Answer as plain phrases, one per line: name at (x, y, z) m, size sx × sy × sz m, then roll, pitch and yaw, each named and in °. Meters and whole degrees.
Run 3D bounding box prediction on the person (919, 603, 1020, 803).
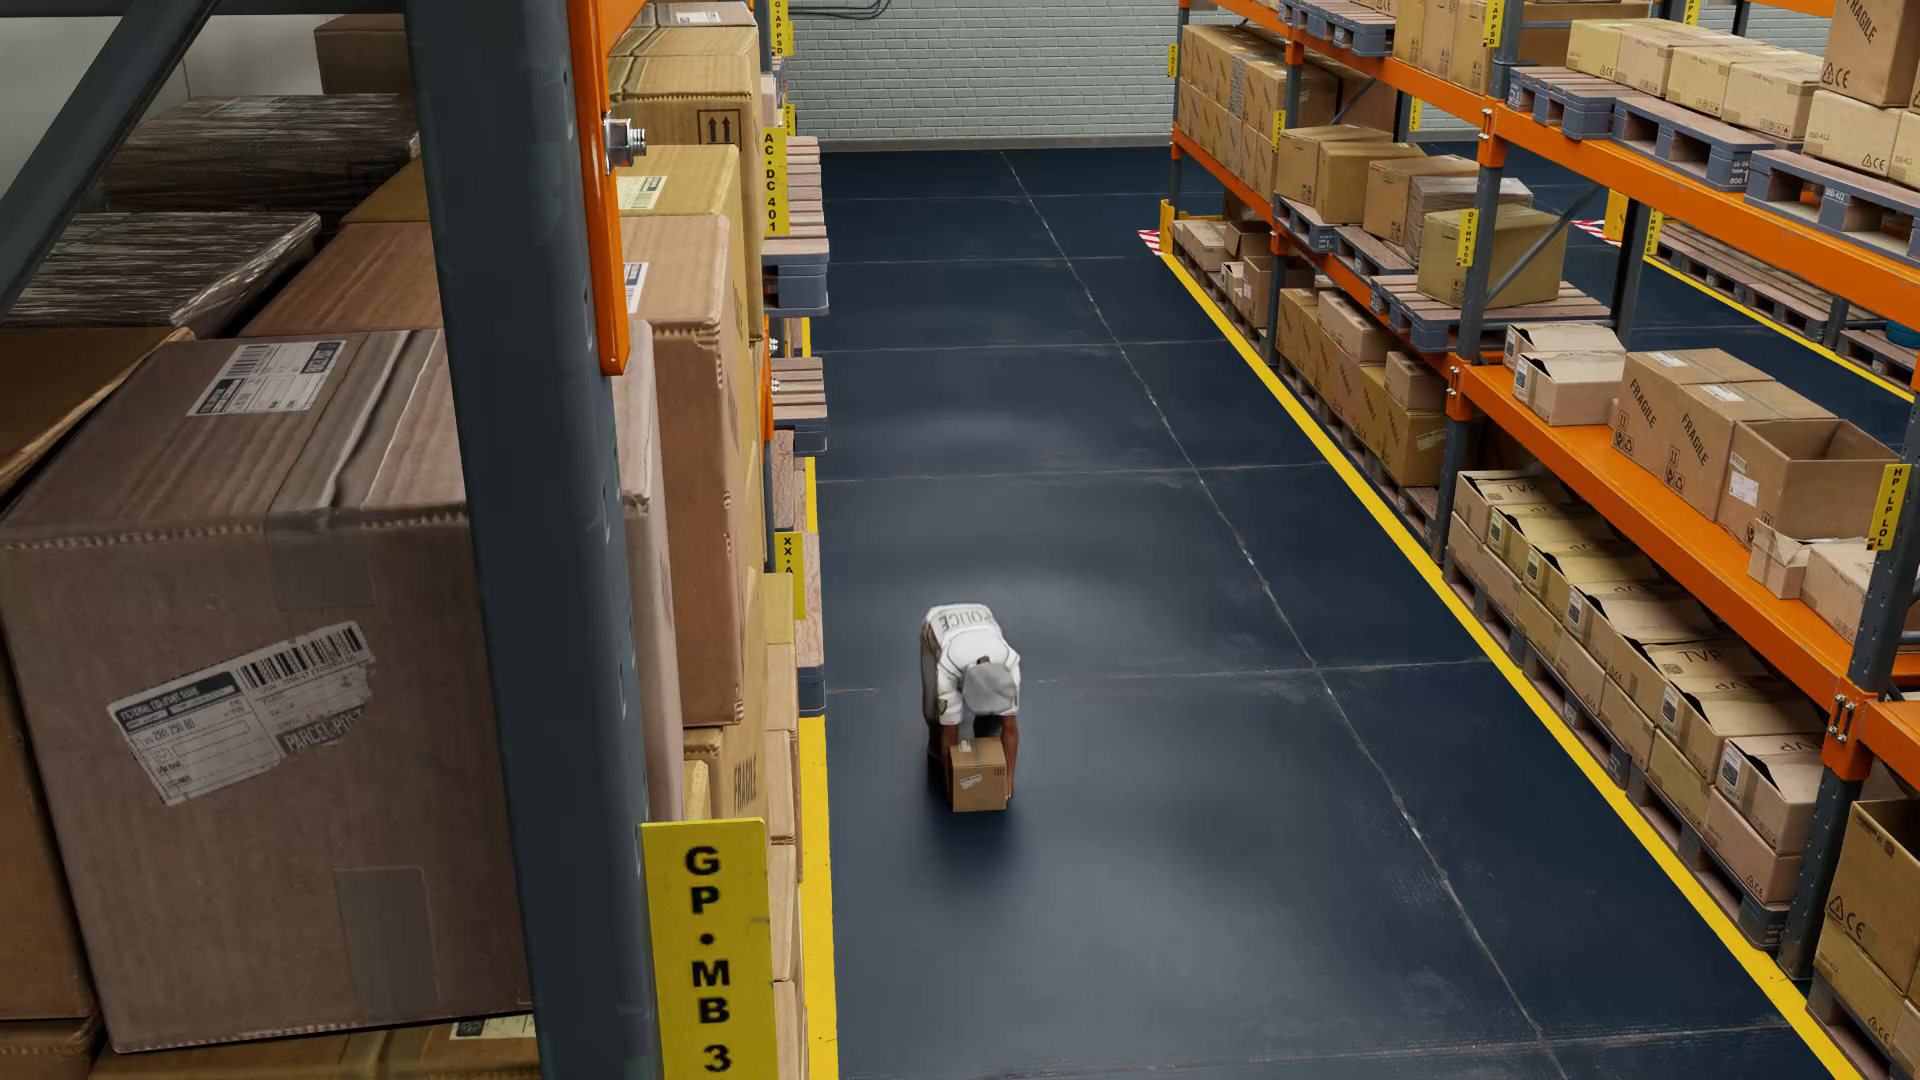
person at (0.044, 0.762, 8.024) m, size 0.453 × 0.790 × 0.926 m, roll -3°, pitch 24°, yaw -7°
